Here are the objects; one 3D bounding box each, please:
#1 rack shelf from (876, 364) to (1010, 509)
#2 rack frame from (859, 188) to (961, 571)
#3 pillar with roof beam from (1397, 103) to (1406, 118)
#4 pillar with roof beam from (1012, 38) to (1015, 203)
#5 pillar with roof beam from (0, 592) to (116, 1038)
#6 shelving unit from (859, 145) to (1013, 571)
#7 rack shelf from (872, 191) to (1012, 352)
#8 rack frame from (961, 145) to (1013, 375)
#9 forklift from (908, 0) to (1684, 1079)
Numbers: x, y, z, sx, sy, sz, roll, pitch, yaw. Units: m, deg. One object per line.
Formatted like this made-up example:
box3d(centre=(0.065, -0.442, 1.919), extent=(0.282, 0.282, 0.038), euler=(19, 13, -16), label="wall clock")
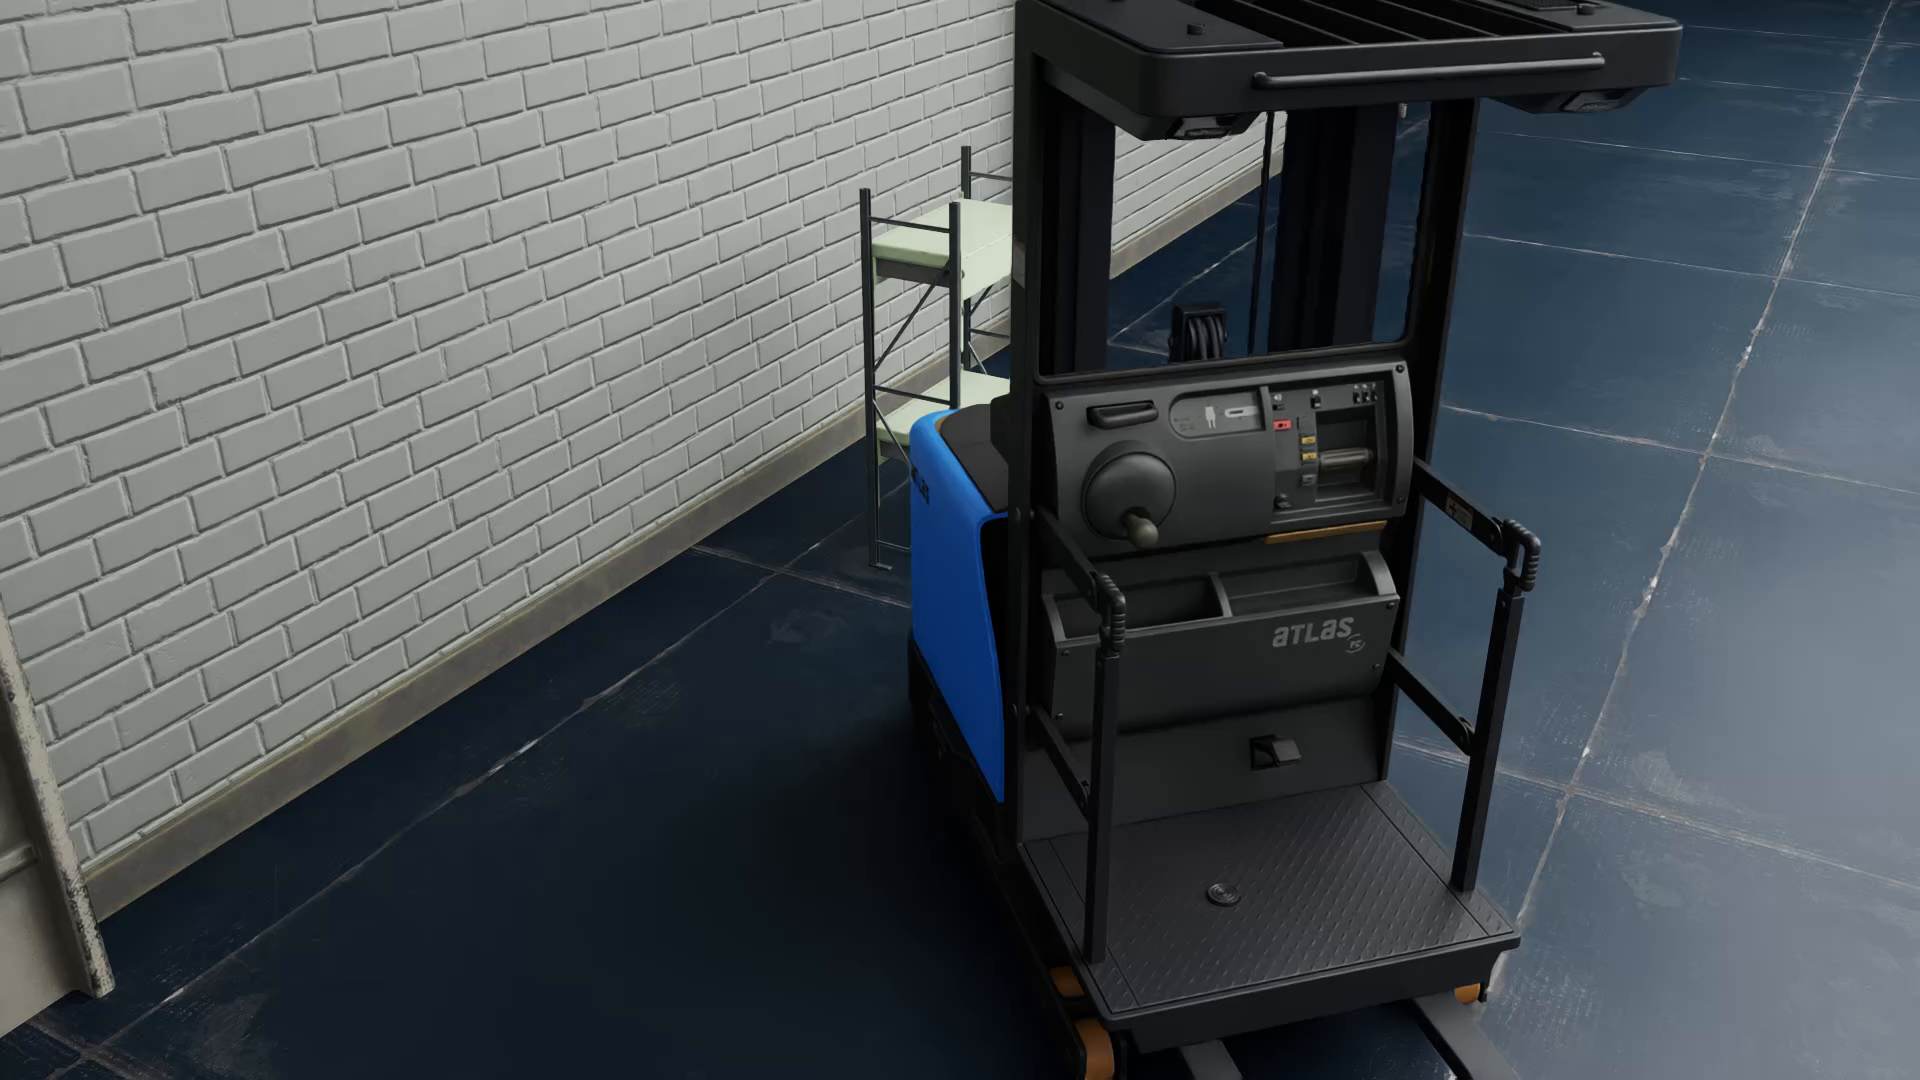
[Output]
box3d(centre=(0.003, -0.382, 6.565), extent=(0.431, 0.370, 0.720), euler=(14, 30, 26), label="rack shelf")
box3d(centre=(-0.177, -0.531, 6.135), extent=(0.400, 1.500, 0.023), euler=(14, 30, 26), label="rack frame")
box3d(centre=(7.193, -6.530, 9.742), extent=(9.100, 9.000, 0.400), euler=(14, 30, 26), label="pillar with roof beam")
box3d(centre=(4.241, -4.192, 5.071), extent=(9.100, 9.000, 0.400), euler=(14, 30, 26), label="pillar with roof beam")
box3d(centre=(1.289, -1.854, 0.400), extent=(9.100, 9.000, 0.400), euler=(14, 30, 26), label="pillar with roof beam")
box3d(centre=(0.003, -0.673, 6.419), extent=(0.431, 1.500, 0.755), euler=(14, 30, 26), label="shelving unit")
box3d(centre=(0.003, -1.022, 6.245), extent=(0.431, 0.370, 0.720), euler=(14, 30, 26), label="rack shelf")
box3d(centre=(0.183, -0.816, 6.704), extent=(0.400, 1.500, 0.023), euler=(14, 30, 26), label="rack frame")
box3d(centre=(0.722, -0.171, 3.816), extent=(1.130, 2.935, 3.031), euler=(-7, 27, -14), label="forklift")
